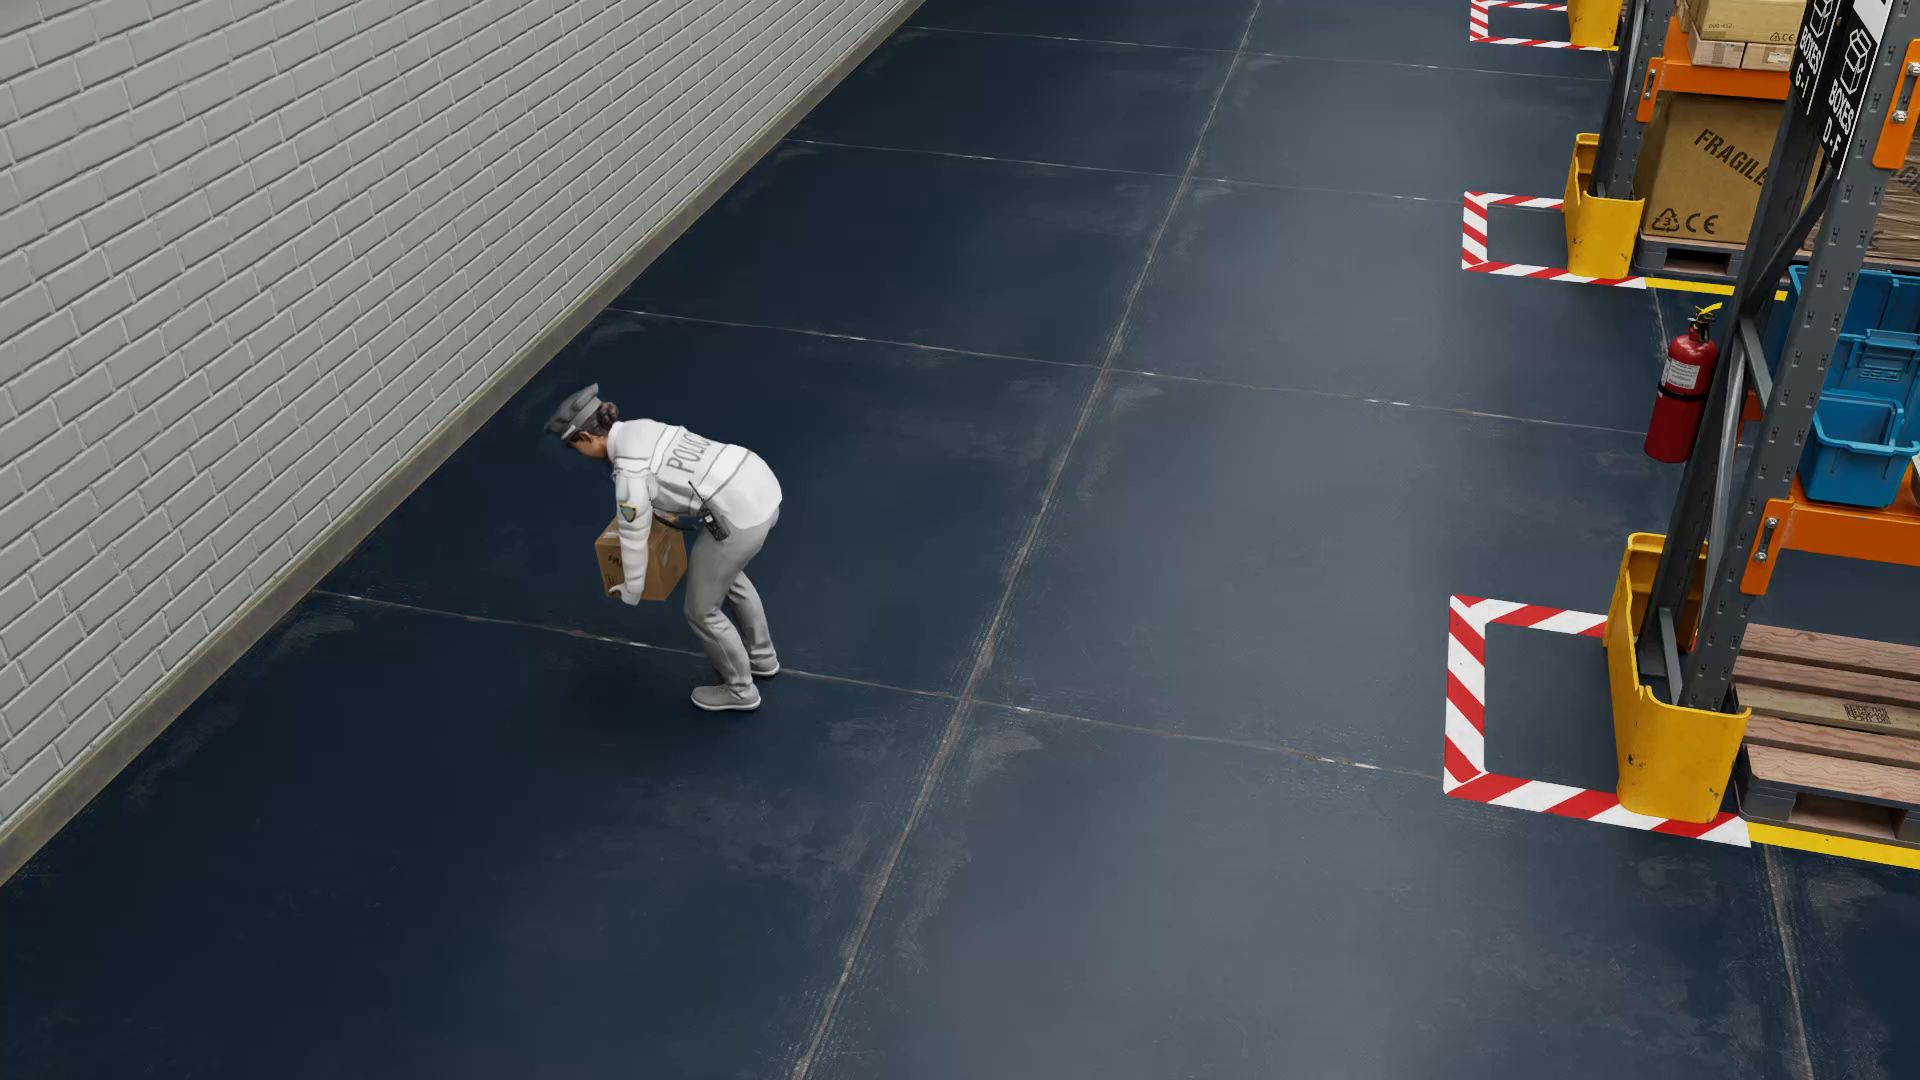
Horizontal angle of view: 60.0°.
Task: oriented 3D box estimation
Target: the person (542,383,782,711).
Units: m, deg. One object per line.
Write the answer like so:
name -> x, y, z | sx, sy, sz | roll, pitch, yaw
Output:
person -> -1.120, 0.024, 6.436 | 0.886, 1.307, 0.411 | 7, 34, 11
